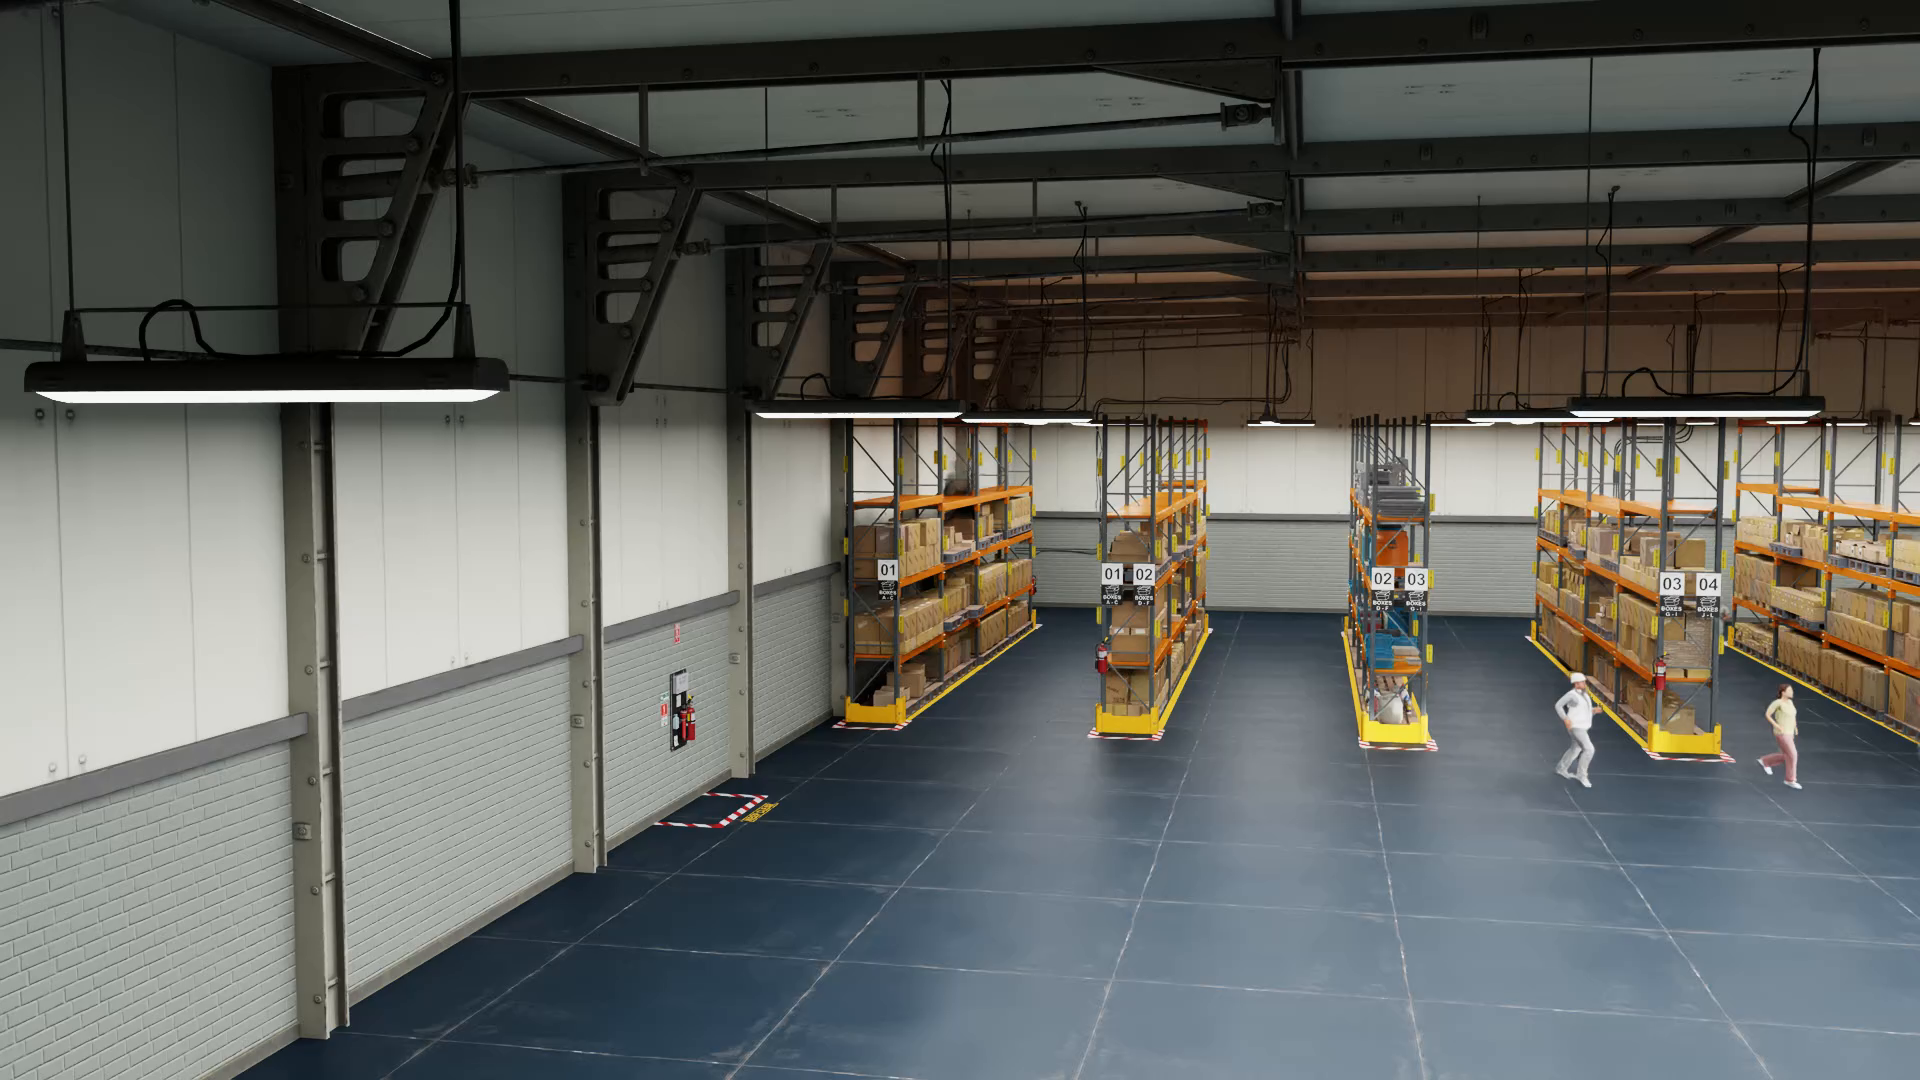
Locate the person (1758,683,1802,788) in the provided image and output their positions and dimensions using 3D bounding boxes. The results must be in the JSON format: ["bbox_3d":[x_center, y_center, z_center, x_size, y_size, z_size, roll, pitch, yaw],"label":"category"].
[{"bbox_3d":[13.253,3.130,26.849,0.602,1.663,0.799,-2,4,-31],"label":"person"}]

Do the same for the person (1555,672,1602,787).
[{"bbox_3d":[9.981,3.053,26.839,0.758,1.831,0.625,3,5,42],"label":"person"}]

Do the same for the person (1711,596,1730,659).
[{"bbox_3d":[18.627,2.178,40.883,0.540,1.674,0.669,1,4,13],"label":"person"}]
